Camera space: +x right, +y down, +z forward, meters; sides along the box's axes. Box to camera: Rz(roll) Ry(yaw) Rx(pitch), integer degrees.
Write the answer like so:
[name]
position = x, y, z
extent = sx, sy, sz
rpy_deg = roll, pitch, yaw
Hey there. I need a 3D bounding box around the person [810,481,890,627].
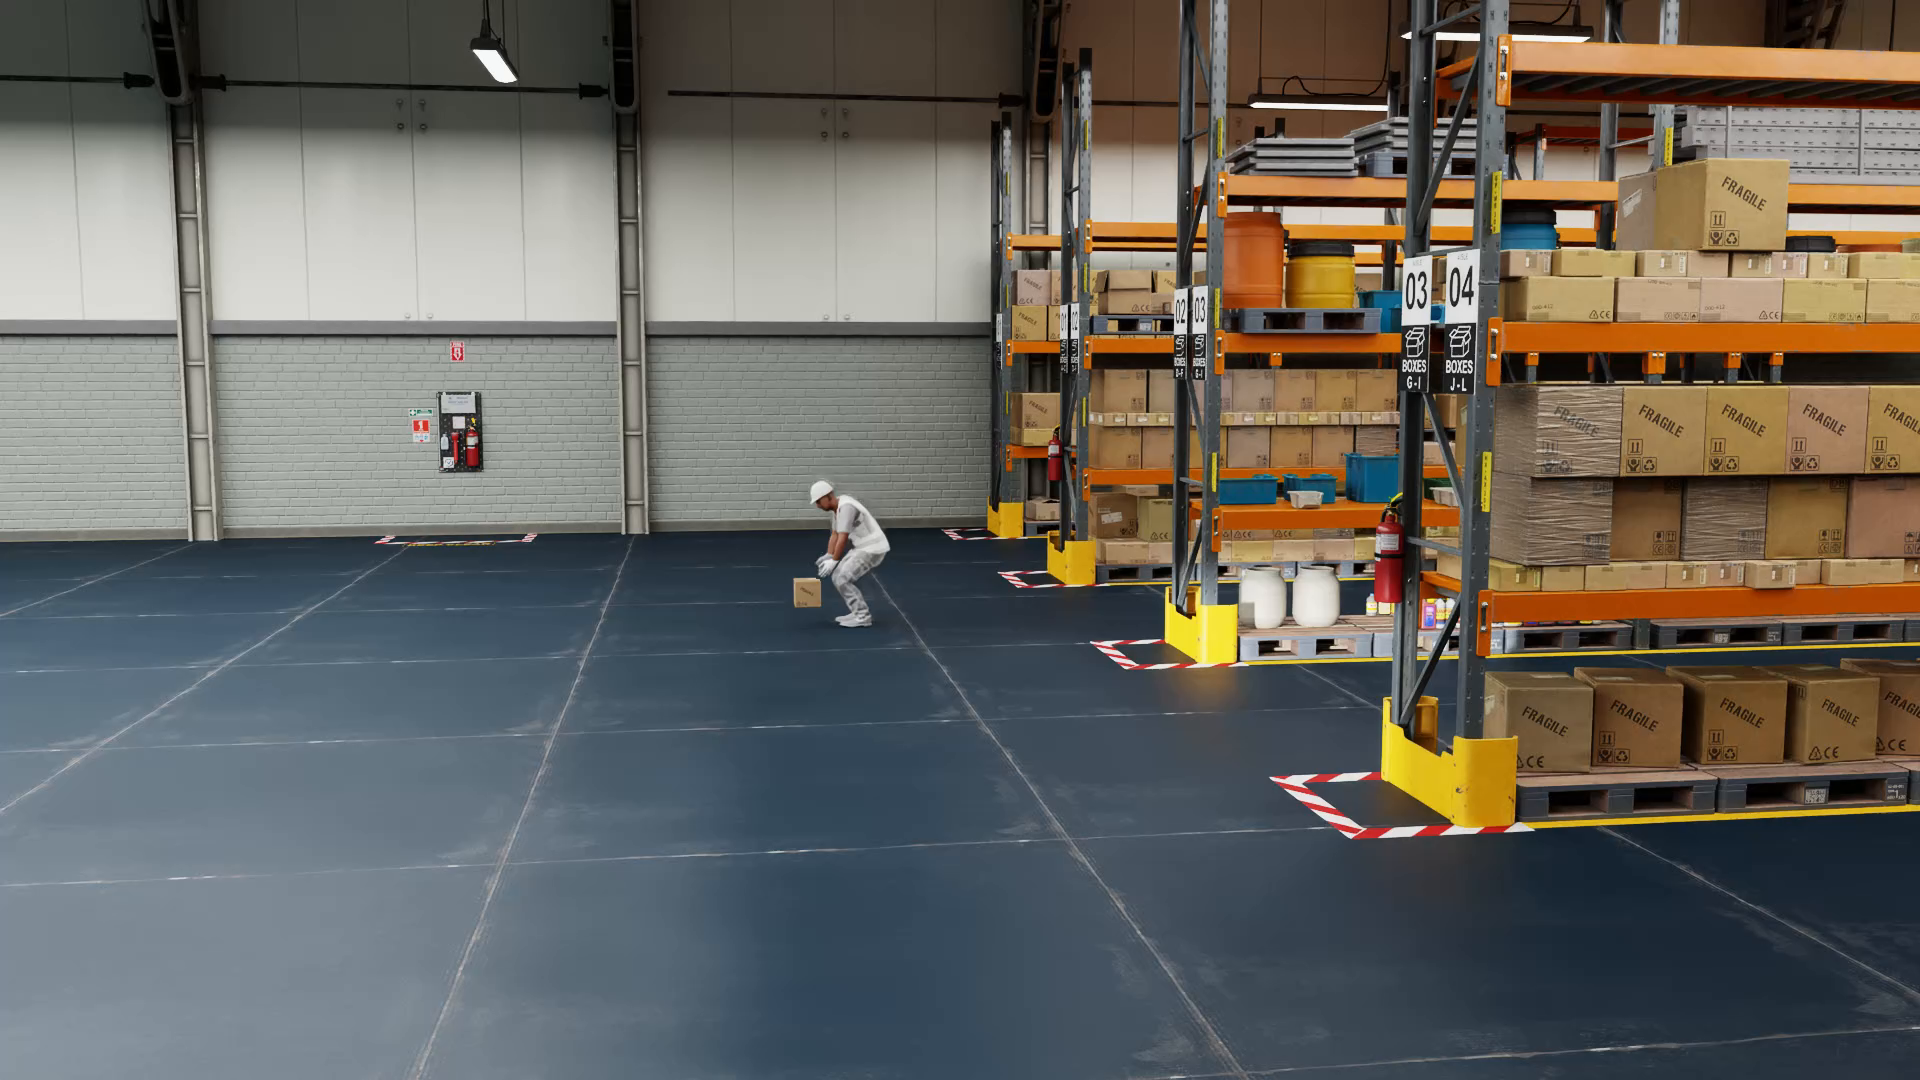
[person]
position = -1.066, 0.131, 16.128
extent = 0.772, 1.412, 0.613
rpy_deg = -1, 6, -9
